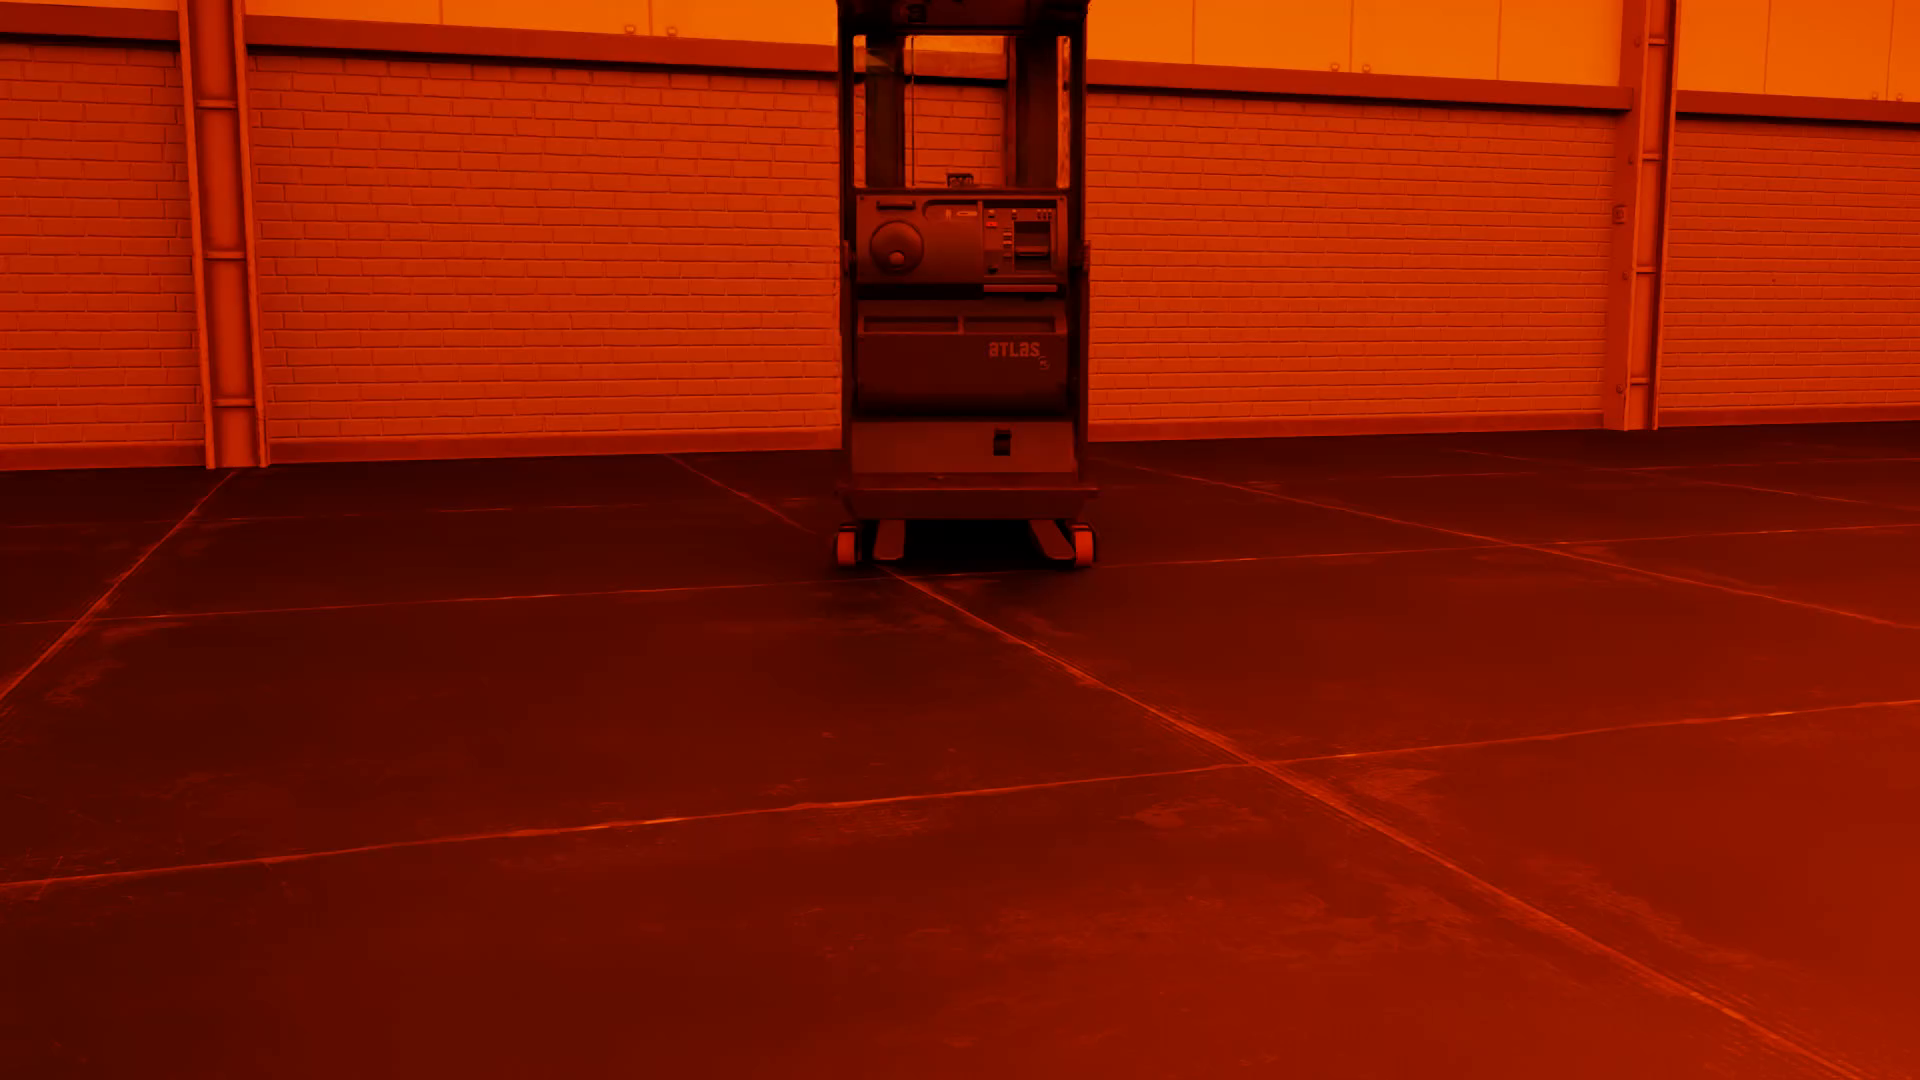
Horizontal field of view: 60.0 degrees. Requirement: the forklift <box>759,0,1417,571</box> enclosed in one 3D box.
[{"bbox_3d":[0.493,-1.402,7.356,3.031,2.935,1.130,6,10,38],"label":"forklift"}]
